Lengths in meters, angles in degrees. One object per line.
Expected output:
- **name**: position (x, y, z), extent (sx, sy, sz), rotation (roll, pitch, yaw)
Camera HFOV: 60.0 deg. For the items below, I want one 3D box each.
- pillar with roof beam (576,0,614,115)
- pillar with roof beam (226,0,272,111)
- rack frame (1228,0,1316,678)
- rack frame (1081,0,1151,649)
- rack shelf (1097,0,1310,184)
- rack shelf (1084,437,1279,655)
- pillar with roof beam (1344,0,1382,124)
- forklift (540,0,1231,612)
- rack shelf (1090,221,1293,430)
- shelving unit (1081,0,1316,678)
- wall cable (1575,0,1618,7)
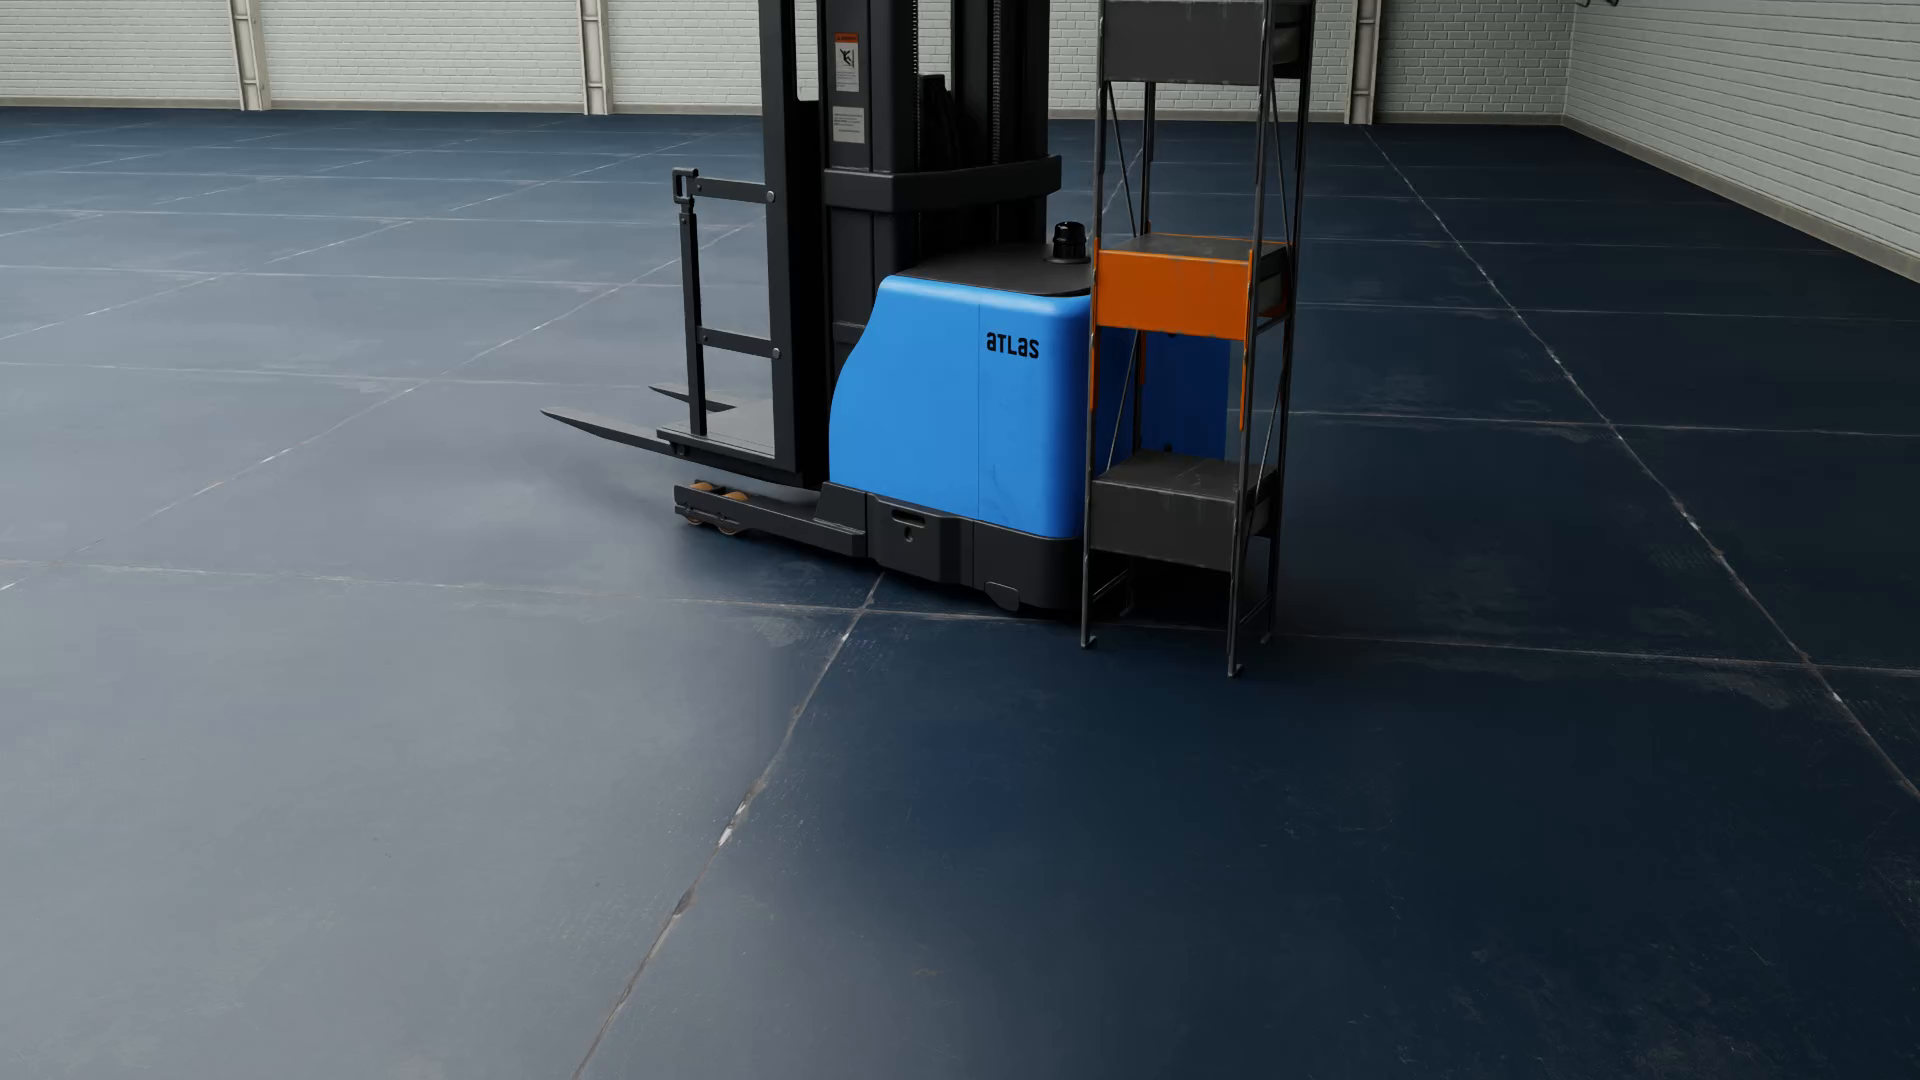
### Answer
- **pillar with roof beam**: position (-6.520, -9.814, 21.454), extent (0.400, 9.000, 9.100), rotation (3, 19, 9)
- **pillar with roof beam**: position (-12.444, -10.116, 22.356), extent (0.400, 9.000, 9.100), rotation (3, 19, 9)
- **rack frame**: position (0.916, -0.632, 4.879), extent (0.015, 2.100, 0.400), rotation (10, 21, 27)
- **rack frame**: position (0.486, -0.707, 5.097), extent (0.015, 2.100, 0.400), rotation (10, 21, 27)
- **rack shelf**: position (0.702, -1.319, 4.767), extent (0.480, 0.518, 0.431), rotation (10, 21, 27)
- **rack shelf**: position (0.700, 0.006, 5.218), extent (0.480, 0.518, 0.431), rotation (10, 21, 27)
- **pillar with roof beam**: position (5.328, -9.211, 19.649), extent (0.400, 9.000, 9.100), rotation (3, 19, 9)
- **forklift**: position (-0.479, -1.519, 6.225), extent (3.031, 2.935, 1.130), rotation (15, 24, 38)
- **rack shelf**: position (0.701, -0.656, 4.992), extent (0.480, 0.518, 0.431), rotation (10, 21, 27)
- **shelving unit**: position (0.701, -0.669, 4.988), extent (0.503, 2.100, 0.431), rotation (10, 21, 27)
- **wall cable**: position (8.710, -8.524, 22.491), extent (0.112, 2.526, 3.097), rotation (3, 19, 9)
